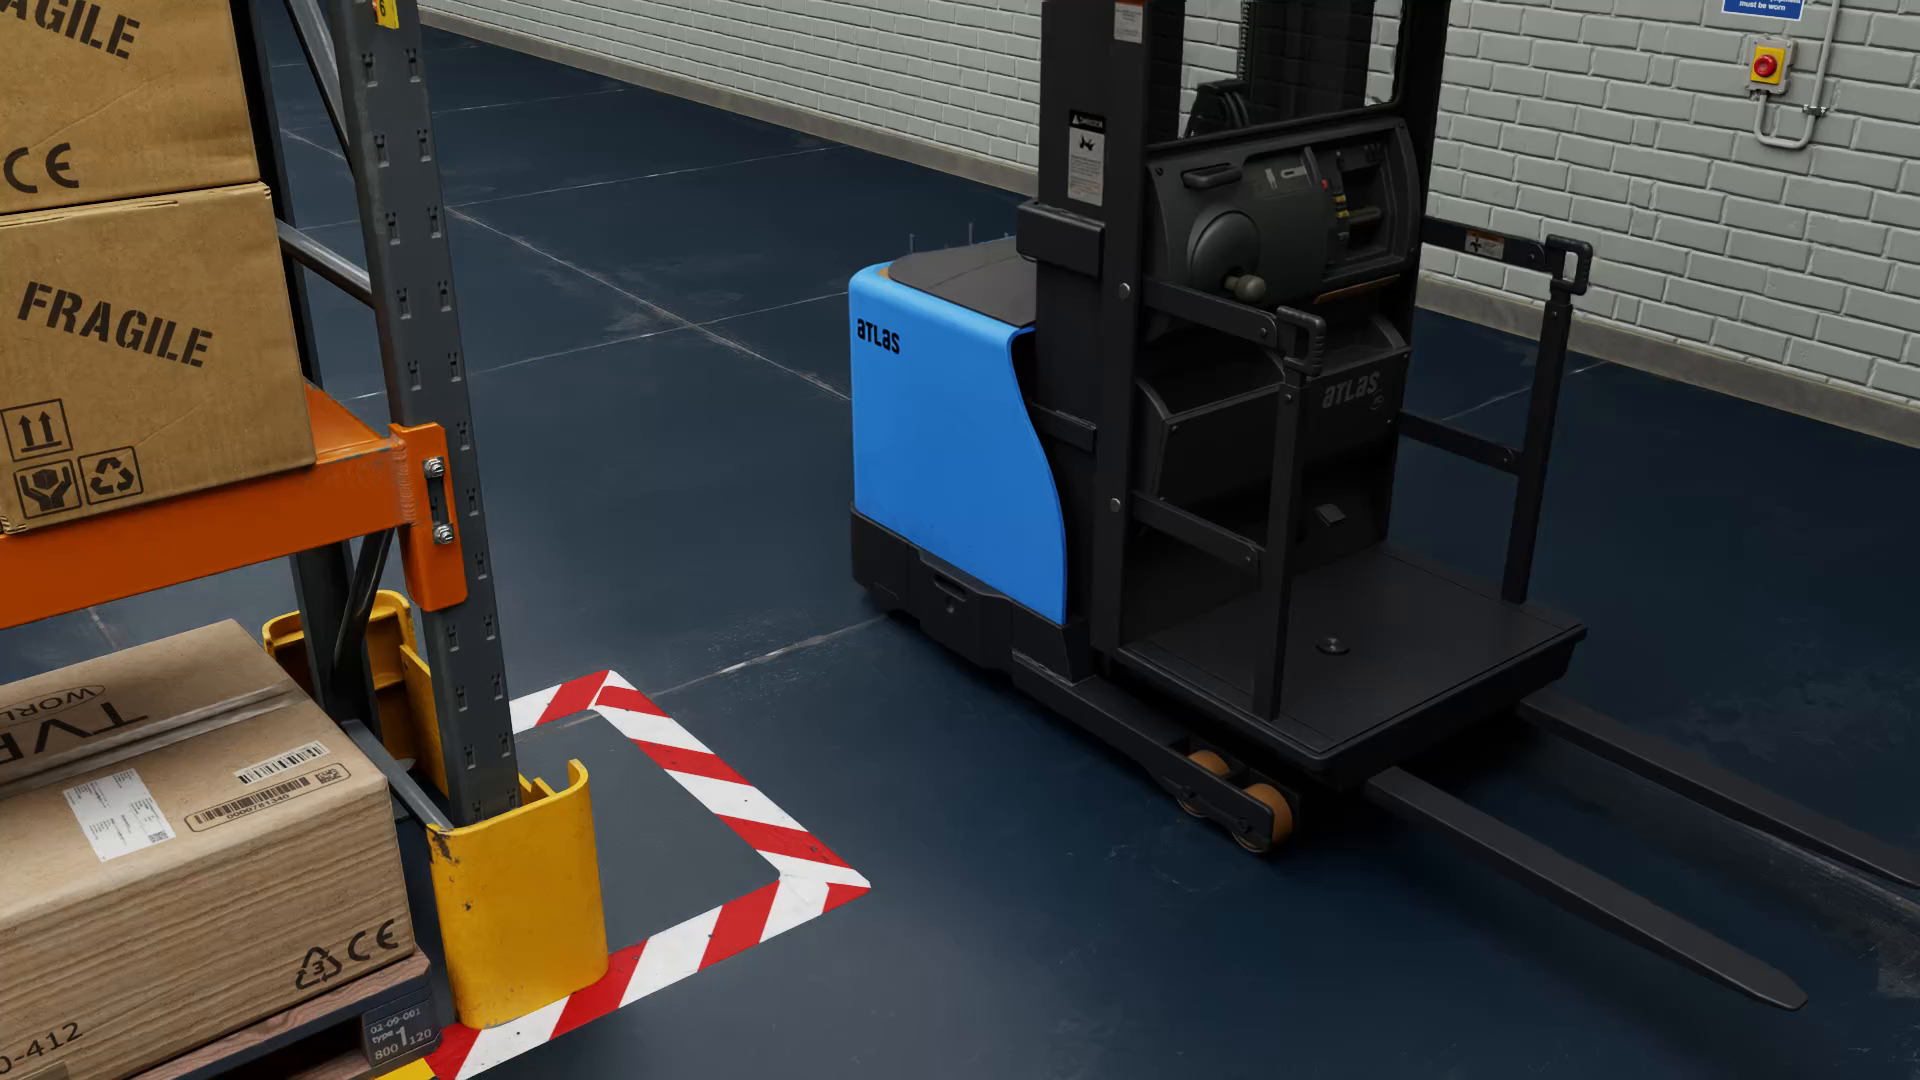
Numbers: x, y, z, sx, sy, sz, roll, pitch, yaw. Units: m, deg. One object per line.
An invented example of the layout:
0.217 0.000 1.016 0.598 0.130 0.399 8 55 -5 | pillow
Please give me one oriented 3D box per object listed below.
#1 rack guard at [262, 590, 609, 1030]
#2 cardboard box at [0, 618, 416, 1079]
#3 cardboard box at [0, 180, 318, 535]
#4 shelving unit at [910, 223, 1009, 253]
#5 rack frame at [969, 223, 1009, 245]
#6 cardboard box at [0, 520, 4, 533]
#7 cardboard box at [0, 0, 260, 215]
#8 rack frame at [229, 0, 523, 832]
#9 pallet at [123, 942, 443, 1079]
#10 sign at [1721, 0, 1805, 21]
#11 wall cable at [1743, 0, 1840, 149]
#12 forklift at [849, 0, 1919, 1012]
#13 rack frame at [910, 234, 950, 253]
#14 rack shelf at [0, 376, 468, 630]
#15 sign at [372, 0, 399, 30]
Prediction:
-1.250 0.582 3.901 0.348 0.500 1.175 -18 31 -34 | rack guard
-1.727 0.631 3.372 0.875 0.438 0.875 -19 31 -36 | cardboard box
-1.486 -0.378 2.882 0.500 0.500 0.500 -18 30 -34 | cardboard box
0.004 -0.512 5.601 0.252 1.050 0.215 -18 30 -34 | shelving unit
0.100 -0.544 5.669 0.008 1.050 0.200 -18 30 -34 | rack frame
-1.890 -0.252 2.612 0.500 0.500 0.500 -19 31 -35 | cardboard box
-1.502 -0.840 2.690 0.500 0.500 0.500 -17 30 -32 | cardboard box
-1.269 -0.545 3.362 0.127 3.000 1.000 -18 31 -34 | rack frame
-1.850 0.953 3.445 1.213 0.211 1.003 -18 31 -34 | pallet
3.172 -2.172 6.546 0.001 0.218 0.327 -18 31 -34 | sign
3.153 -2.493 6.314 0.123 1.953 0.585 -18 31 -34 | wall cable
0.957 -0.798 3.987 1.130 2.935 3.031 -18 31 -34 | forklift
-0.091 -0.480 5.532 0.008 1.050 0.200 -18 30 -34 | rack frame
-2.843 0.301 2.394 4.000 0.370 1.077 -18 31 -34 | rack shelf
-0.945 -0.995 2.673 0.005 0.325 0.100 -18 31 -34 | sign
